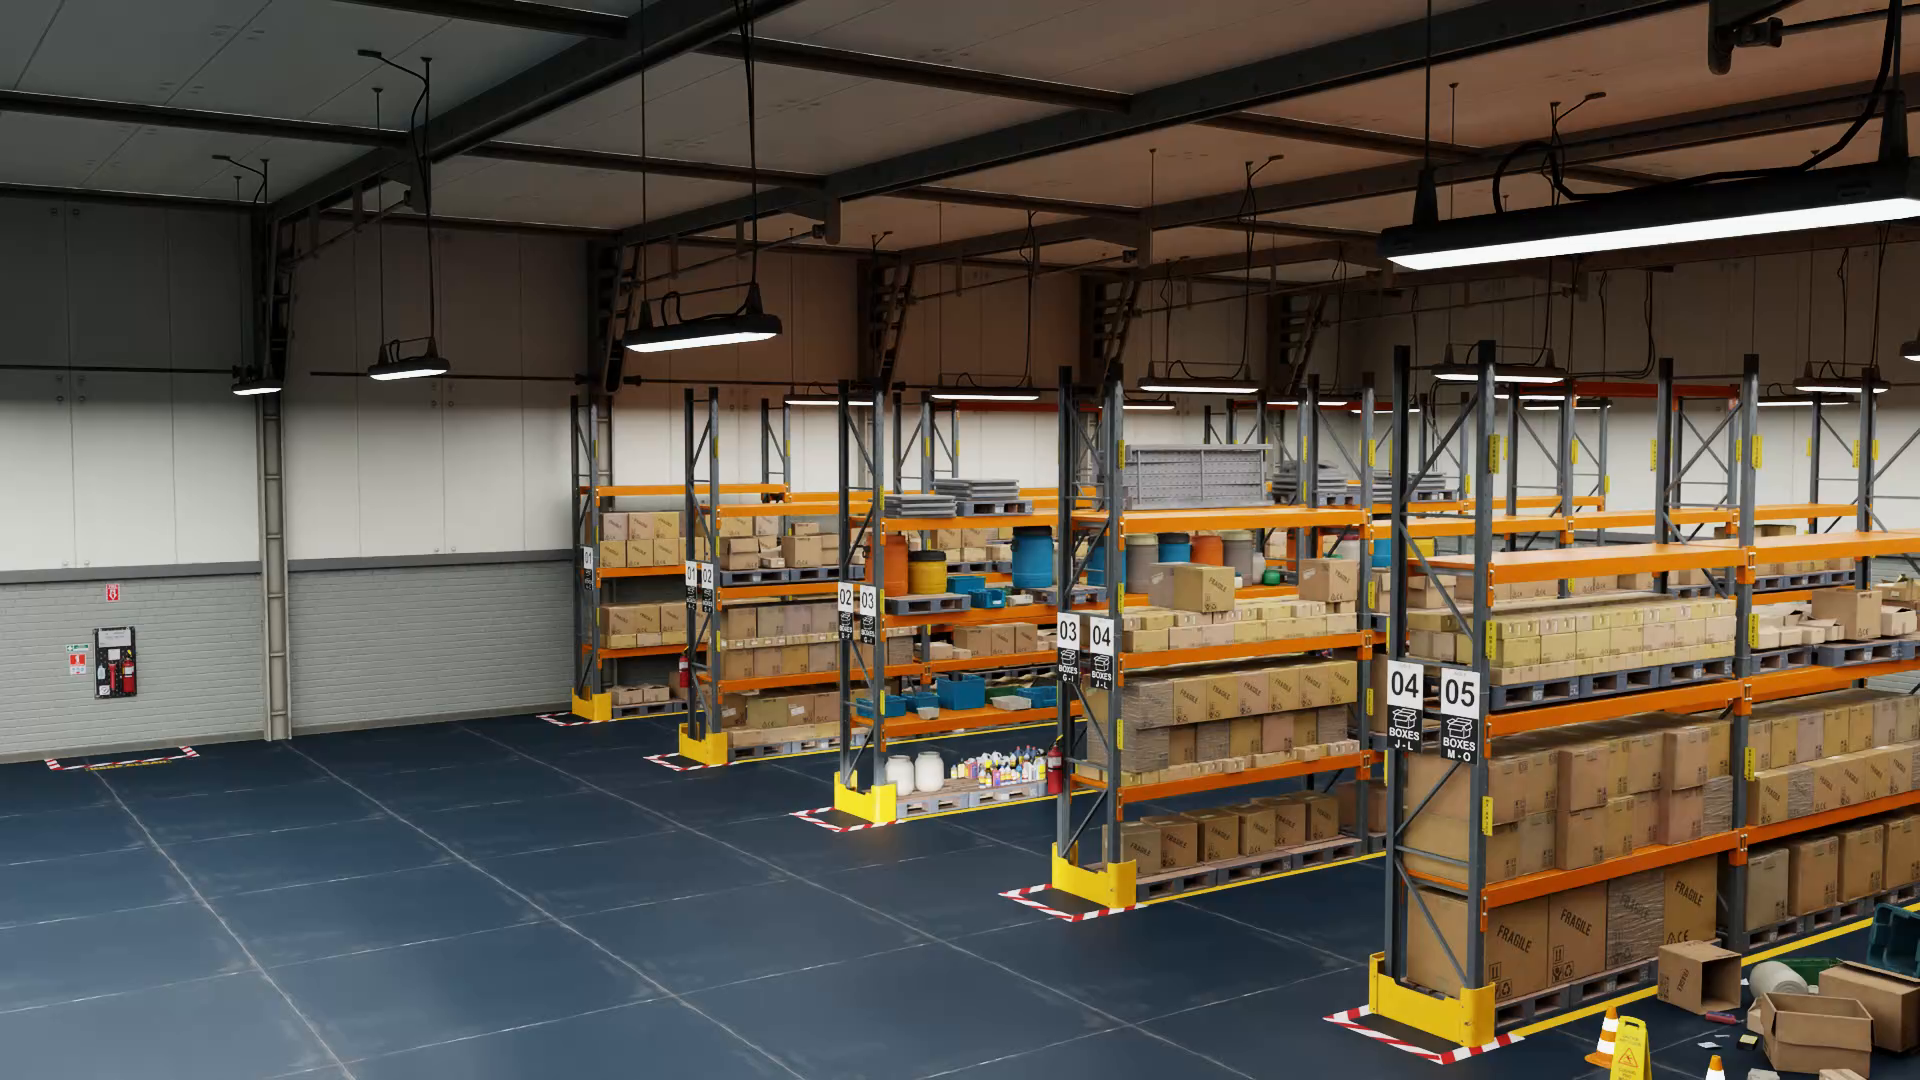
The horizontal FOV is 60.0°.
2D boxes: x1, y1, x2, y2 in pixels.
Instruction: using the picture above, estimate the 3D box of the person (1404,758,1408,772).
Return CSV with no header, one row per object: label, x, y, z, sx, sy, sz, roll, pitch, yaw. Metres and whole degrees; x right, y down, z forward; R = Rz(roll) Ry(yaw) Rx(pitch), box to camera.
person,6.909,2.743,25.743,0.517,1.784,0.546,1,4,16
